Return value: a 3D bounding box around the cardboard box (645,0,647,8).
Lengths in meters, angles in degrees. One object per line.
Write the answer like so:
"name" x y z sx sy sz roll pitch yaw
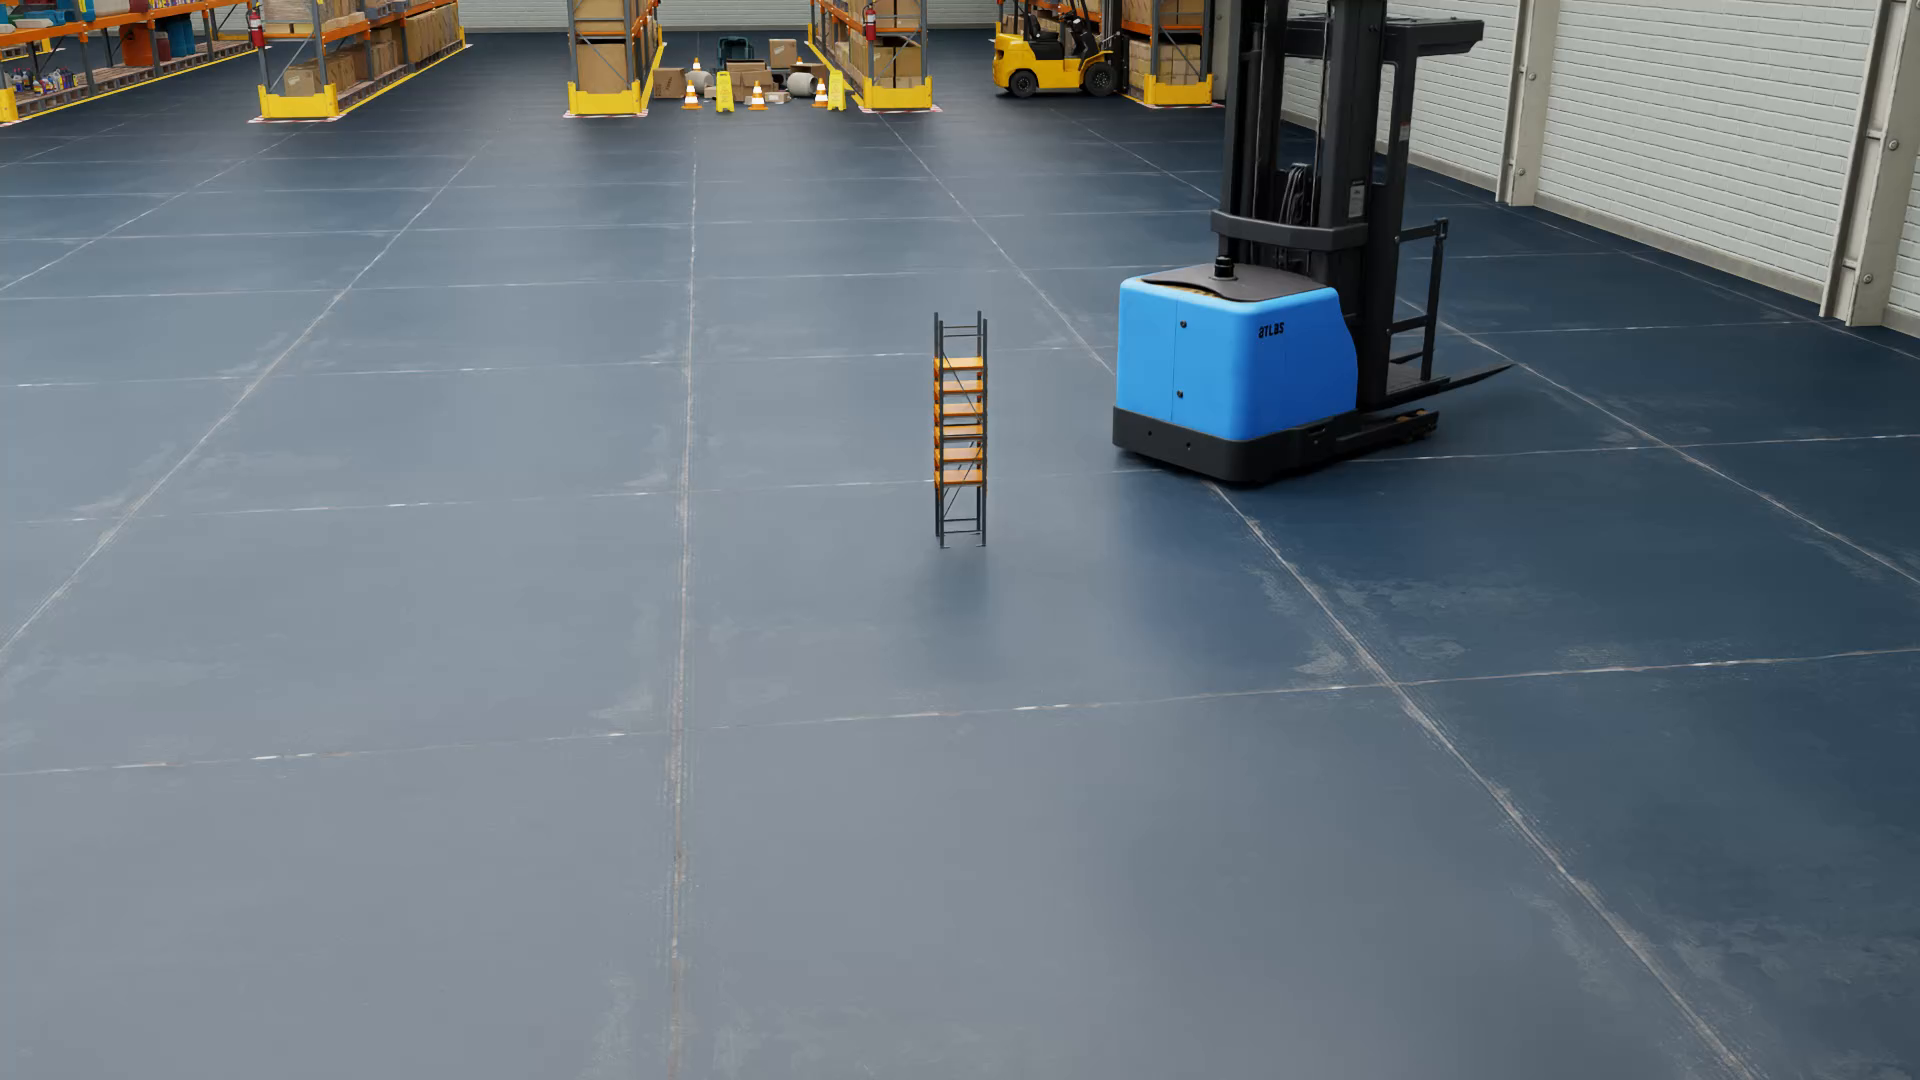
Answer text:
"cardboard box" -6.774 -11.272 34.466 0.500 0.500 0.500 -3 21 -8

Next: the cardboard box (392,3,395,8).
"cardboard box" -11.828 -11.381 34.759 0.500 0.500 0.500 -2 21 -6

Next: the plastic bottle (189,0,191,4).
"plastic bottle" -17.076 -11.983 36.690 0.152 0.276 0.135 -3 21 -8

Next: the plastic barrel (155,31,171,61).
"plastic barrel" -17.178 -10.529 35.467 0.600 0.588 0.708 -3 21 -8

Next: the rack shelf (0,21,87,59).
"rack shelf" -16.063 -8.488 28.184 1.077 0.370 4.000 -3 21 -8

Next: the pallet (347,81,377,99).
"pallet" -11.319 -8.231 30.451 1.003 0.211 1.213 -3 21 -8

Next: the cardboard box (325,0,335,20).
"cardboard box" -11.146 -9.103 28.234 0.875 0.500 0.500 -3 21 -8

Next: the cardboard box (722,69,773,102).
"cardboard box" -3.826 -8.193 29.934 0.637 0.503 0.797 17 27 39

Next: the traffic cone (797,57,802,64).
"traffic cone" -3.208 -9.438 33.324 0.336 0.463 0.334 -3 21 -8

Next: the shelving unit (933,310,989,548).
"shelving unit" 0.002 -0.557 8.493 0.258 1.200 0.189 -3 21 -8

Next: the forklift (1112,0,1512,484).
"forklift" 2.374 -2.101 10.151 3.031 2.935 1.130 -17 26 -37

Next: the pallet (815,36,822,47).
"pallet" -3.181 -12.843 42.801 1.003 0.211 1.213 -3 21 -8

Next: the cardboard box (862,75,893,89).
"cardboard box" -1.454 -8.066 29.354 0.500 0.250 0.500 -3 21 -8

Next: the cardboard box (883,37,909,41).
"cardboard box" -1.218 -9.160 31.212 0.500 0.500 0.500 -3 21 -7

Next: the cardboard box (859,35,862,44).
"cardboard box" -1.593 -8.921 29.646 0.380 0.149 0.250 -3 21 -7

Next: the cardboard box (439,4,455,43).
"cardboard box" -12.878 -12.591 40.577 0.875 0.875 0.875 -3 21 -8

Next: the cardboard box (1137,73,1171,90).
"cardboard box" 3.464 -8.190 29.685 0.500 0.250 0.500 -3 21 -7

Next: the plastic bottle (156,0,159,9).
"plastic bottle" -16.738 -11.171 34.516 0.152 0.276 0.135 -3 21 -8

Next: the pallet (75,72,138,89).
"pallet" -16.682 -8.905 32.256 1.003 0.211 1.213 -3 21 -8

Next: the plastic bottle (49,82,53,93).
"plastic bottle" -15.806 -7.859 28.842 0.097 0.201 0.097 0 20 0

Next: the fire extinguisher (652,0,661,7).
"fire extinguisher" -7.837 -14.037 42.656 0.296 0.674 0.183 -3 21 -8

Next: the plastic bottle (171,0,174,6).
"plastic bottle" -16.890 -11.581 35.508 0.144 0.351 0.185 -3 21 -8

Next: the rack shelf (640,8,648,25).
"rack shelf" -6.816 -10.338 33.137 1.077 0.370 4.000 -3 21 -8

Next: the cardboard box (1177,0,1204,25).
"cardboard box" 4.047 -9.366 29.364 0.500 0.500 0.500 -2 21 -6

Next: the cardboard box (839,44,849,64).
"cardboard box" -2.035 -10.167 34.805 0.950 0.372 0.625 -3 21 -9

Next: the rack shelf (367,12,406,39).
"rack shelf" -11.739 -10.123 32.561 1.077 0.370 4.000 -3 21 -8

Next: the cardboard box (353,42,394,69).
"cardboard box" -11.818 -9.765 33.519 0.700 0.500 0.500 -5 21 -12

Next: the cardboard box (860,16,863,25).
"cardboard box" -1.562 -9.143 29.268 0.380 0.149 0.250 -3 21 -7

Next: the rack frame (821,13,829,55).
"rack frame" -2.797 -13.037 39.335 1.000 3.000 0.127 -3 21 -8

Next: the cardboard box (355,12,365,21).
"cardboard box" -11.129 -9.590 30.465 0.380 0.149 0.250 -3 21 -8

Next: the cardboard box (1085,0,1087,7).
"cardboard box" 2.817 -10.957 33.981 0.500 0.250 0.500 -3 21 -7

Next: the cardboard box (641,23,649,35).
"cardboard box" -6.964 -10.996 35.770 0.500 0.250 0.500 -4 21 -10

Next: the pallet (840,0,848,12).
"pallet" -1.895 -10.879 33.831 1.003 0.211 1.213 -3 21 -8

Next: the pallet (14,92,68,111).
"pallet" -16.117 -7.554 28.638 1.003 0.211 1.213 -3 21 -8

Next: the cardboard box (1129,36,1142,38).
"cardboard box" 3.173 -9.364 31.400 0.500 0.250 0.500 -2 21 -6

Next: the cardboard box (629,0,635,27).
"cardboard box" -6.107 -9.184 28.804 0.875 0.550 0.550 -3 21 -8

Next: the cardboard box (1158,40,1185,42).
"cardboard box" 3.825 -9.034 30.516 0.500 0.250 0.500 -3 21 -8

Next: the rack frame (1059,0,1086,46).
"rack frame" 2.691 -11.904 36.301 1.000 3.000 0.127 -3 21 -8

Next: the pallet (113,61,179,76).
"pallet" -17.083 -9.867 34.833 1.003 0.211 1.213 -3 21 -8

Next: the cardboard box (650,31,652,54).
"cardboard box" -7.182 -11.179 37.333 0.500 0.500 0.500 -3 21 -9

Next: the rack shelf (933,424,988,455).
"rack shelf" 0.002 -0.515 8.508 0.258 0.103 0.180 -3 21 -8

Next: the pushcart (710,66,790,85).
"pushcart" -3.893 -8.907 32.024 1.648 0.377 0.936 -11 23 -26

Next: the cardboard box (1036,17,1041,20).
"cardboard box" 2.019 -12.389 39.645 0.380 0.149 0.250 -3 21 -9

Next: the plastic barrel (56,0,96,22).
"plastic barrel" -16.108 -9.902 30.223 0.600 0.901 0.708 -3 21 -8

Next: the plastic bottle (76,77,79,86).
"plastic bottle" -15.991 -8.303 30.031 0.097 0.201 0.097 0 20 0

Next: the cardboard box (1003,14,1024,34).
"cardboard box" 1.532 -13.485 43.501 0.797 0.503 0.637 -4 21 -10

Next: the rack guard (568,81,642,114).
"rack guard" -5.948 -7.419 27.864 1.175 0.500 0.348 -3 21 -8

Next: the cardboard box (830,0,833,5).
"cardboard box" -2.550 -11.744 36.087 0.500 0.250 0.500 -4 21 -10

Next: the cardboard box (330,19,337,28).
"cardboard box" -10.866 -8.808 28.371 0.380 0.149 0.250 -3 21 -8
